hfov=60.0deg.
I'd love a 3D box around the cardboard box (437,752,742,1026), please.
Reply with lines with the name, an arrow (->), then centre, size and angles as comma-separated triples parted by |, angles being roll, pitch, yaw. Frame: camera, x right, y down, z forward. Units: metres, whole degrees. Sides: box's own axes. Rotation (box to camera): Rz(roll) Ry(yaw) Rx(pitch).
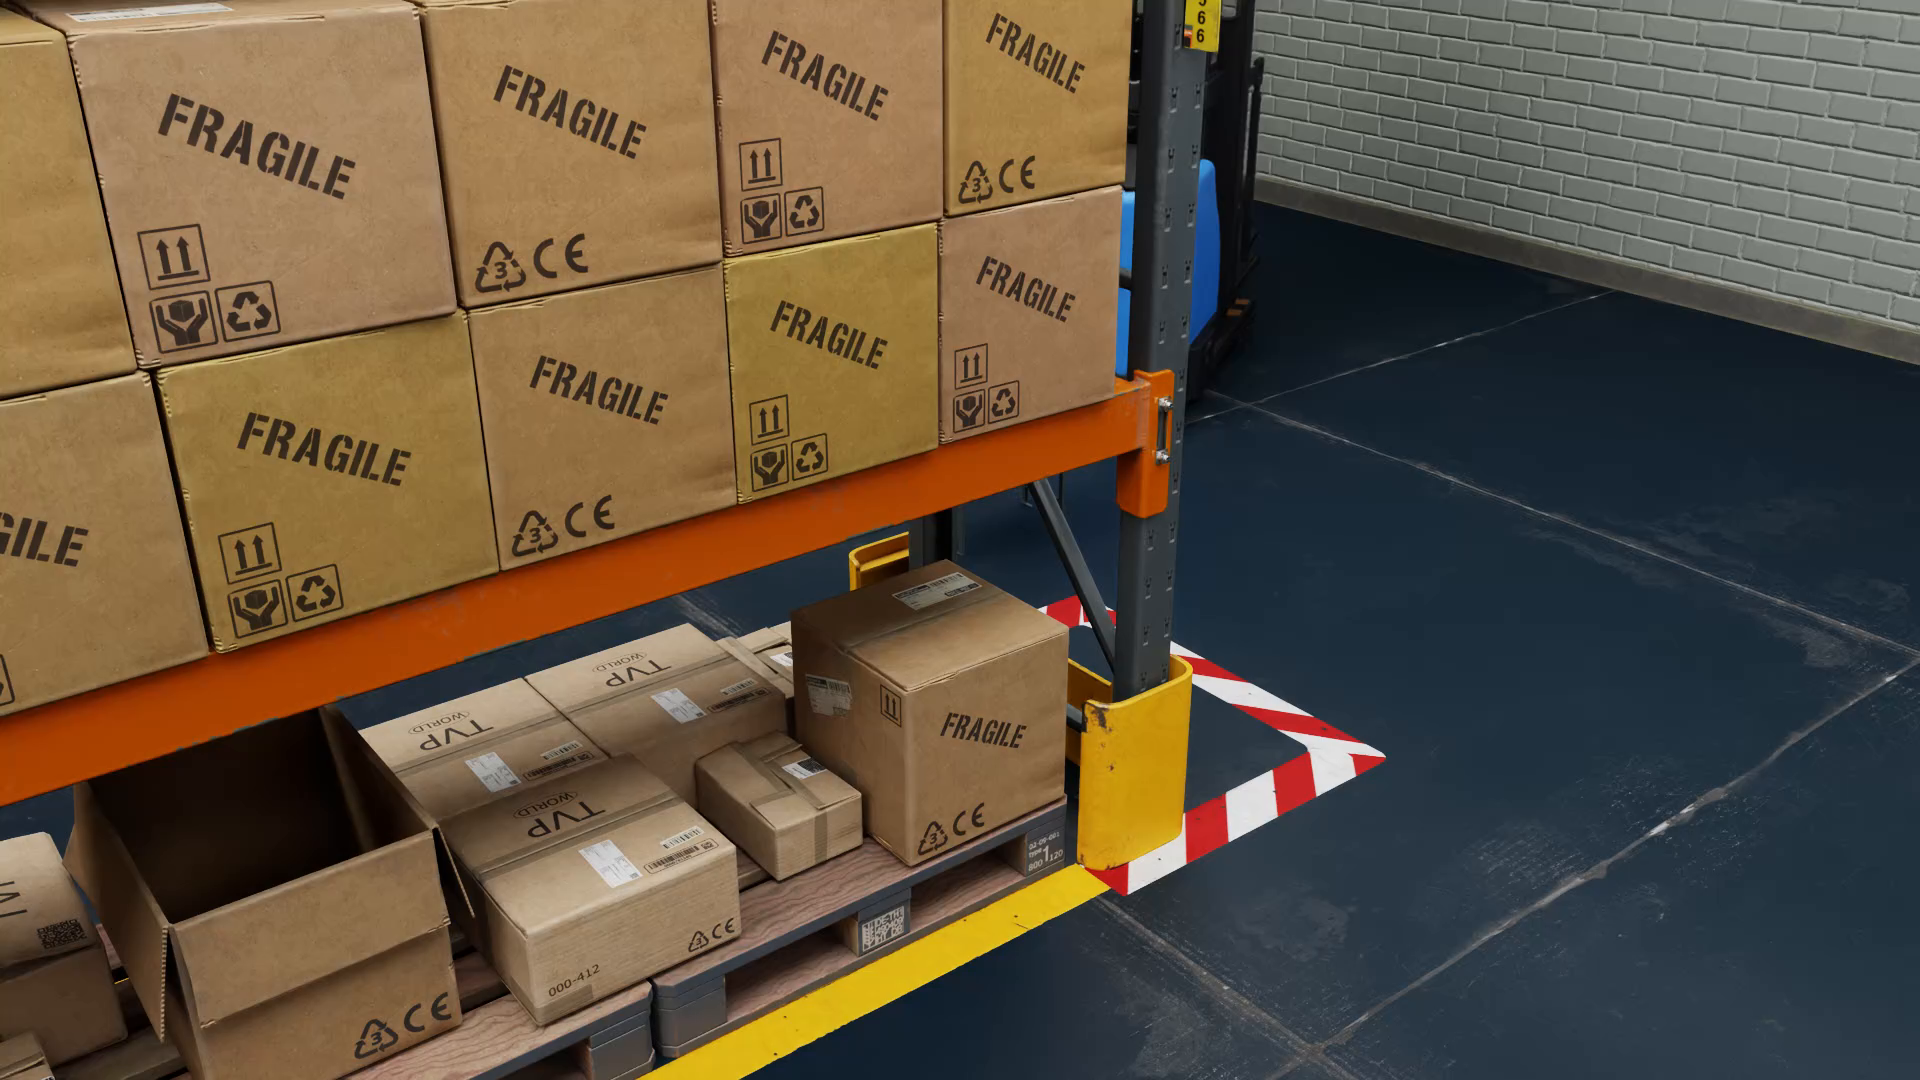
cardboard box -> -0.844, 0.770, 3.770 | 0.500, 0.250, 0.500 | -18, 31, -34

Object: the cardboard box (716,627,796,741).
cardboard box -> -0.540, 0.409, 4.649 | 0.250, 0.166, 0.380 | -18, 31, -34

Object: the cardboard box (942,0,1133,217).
cardboard box -> 0.017, -1.029, 3.598 | 0.500, 0.500, 0.500 | -19, 31, -34

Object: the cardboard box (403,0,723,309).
cardboard box -> -0.785, -0.761, 3.021 | 0.500, 0.500, 0.500 | -17, 30, -33

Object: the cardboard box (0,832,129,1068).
cardboard box -> -2.086, 0.885, 3.450 | 0.500, 0.311, 0.500 | -18, 31, -34

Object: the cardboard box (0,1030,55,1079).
cardboard box -> -1.811, 1.122, 3.111 | 0.250, 0.166, 0.380 | -18, 31, -34

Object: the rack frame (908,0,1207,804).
rack frame -> 0.198, -0.737, 4.275 | 0.127, 3.000, 1.000 | -18, 31, -34

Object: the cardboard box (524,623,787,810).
cardboard box -> -0.799, 0.488, 4.379 | 0.500, 0.250, 0.500 | -18, 31, -34

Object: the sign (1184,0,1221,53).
sign -> 0.525, -1.216, 3.557 | 0.005, 0.325, 0.100 | -18, 31, -34

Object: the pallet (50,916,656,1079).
pallet -> -1.448, 1.070, 3.693 | 1.213, 0.211, 1.003 | -18, 31, -34

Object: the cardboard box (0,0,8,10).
cardboard box -> -1.517, -0.809, 3.123 | 0.500, 0.500, 0.500 | -19, 31, -34

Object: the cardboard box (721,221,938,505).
cardboard box -> -0.393, -0.440, 3.516 | 0.500, 0.500, 0.500 | -18, 30, -34

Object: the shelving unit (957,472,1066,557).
shelving unit -> 0.130, -0.587, 6.090 | 0.503, 1.200, 0.258 | -18, 31, -34

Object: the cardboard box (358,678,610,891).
cardboard box -> -1.192, 0.618, 4.099 | 0.500, 0.250, 0.500 | -18, 31, -34

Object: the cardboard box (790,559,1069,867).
cardboard box -> -0.078, 0.420, 4.228 | 0.500, 0.500, 0.500 | -18, 31, -34

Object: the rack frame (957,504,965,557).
rack frame -> -0.062, -0.524, 5.954 | 0.015, 1.200, 0.240 | -18, 31, -34

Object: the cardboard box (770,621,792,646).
cardboard box -> -0.344, 0.352, 4.793 | 0.250, 0.149, 0.380 | -18, 31, -34

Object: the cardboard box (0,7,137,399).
cardboard box -> -1.595, -0.493, 2.444 | 0.500, 0.500, 0.500 | -19, 31, -35

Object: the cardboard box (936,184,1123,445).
cardboard box -> 0.013, -0.576, 3.809 | 0.500, 0.500, 0.500 | -17, 30, -32

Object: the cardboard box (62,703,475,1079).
cardboard box -> -1.475, 0.745, 3.524 | 0.637, 0.503, 0.797 | -18, 31, -34

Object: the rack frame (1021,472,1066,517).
rack frame -> 0.322, -0.651, 6.227 | 0.015, 1.200, 0.240 | -18, 31, -34

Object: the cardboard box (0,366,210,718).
cardboard box -> -1.585, -0.049, 2.673 | 0.500, 0.500, 0.500 | -18, 31, -34

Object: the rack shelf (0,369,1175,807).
rack shelf -> -1.376, 0.109, 3.307 | 4.000, 0.370, 1.077 | -18, 31, -34

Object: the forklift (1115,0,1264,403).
forklift -> 0.888, -2.383, 7.903 | 1.130, 2.935, 3.031 | 9, 26, 18

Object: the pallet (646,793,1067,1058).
pallet -> -0.489, 0.755, 4.372 | 1.213, 0.211, 1.003 | -18, 31, -34

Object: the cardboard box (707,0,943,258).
cardboard box -> -0.380, -0.898, 3.314 | 0.500, 0.500, 0.500 | -17, 30, -33

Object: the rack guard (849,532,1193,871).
rack guard -> 0.138, 0.417, 4.758 | 0.348, 0.500, 1.175 | -18, 31, -34

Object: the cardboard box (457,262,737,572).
cardboard box -> -0.789, -0.312, 3.240 | 0.500, 0.500, 0.500 | -18, 30, -34

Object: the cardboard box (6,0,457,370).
cardboard box -> -1.189, -0.628, 2.733 | 0.500, 0.500, 0.500 | -17, 30, -32

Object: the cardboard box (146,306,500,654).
cardboard box -> -1.185, -0.181, 2.958 | 0.500, 0.500, 0.500 | -19, 31, -35

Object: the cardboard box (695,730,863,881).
cardboard box -> -0.452, 0.647, 4.136 | 0.250, 0.166, 0.380 | -18, 31, -34
